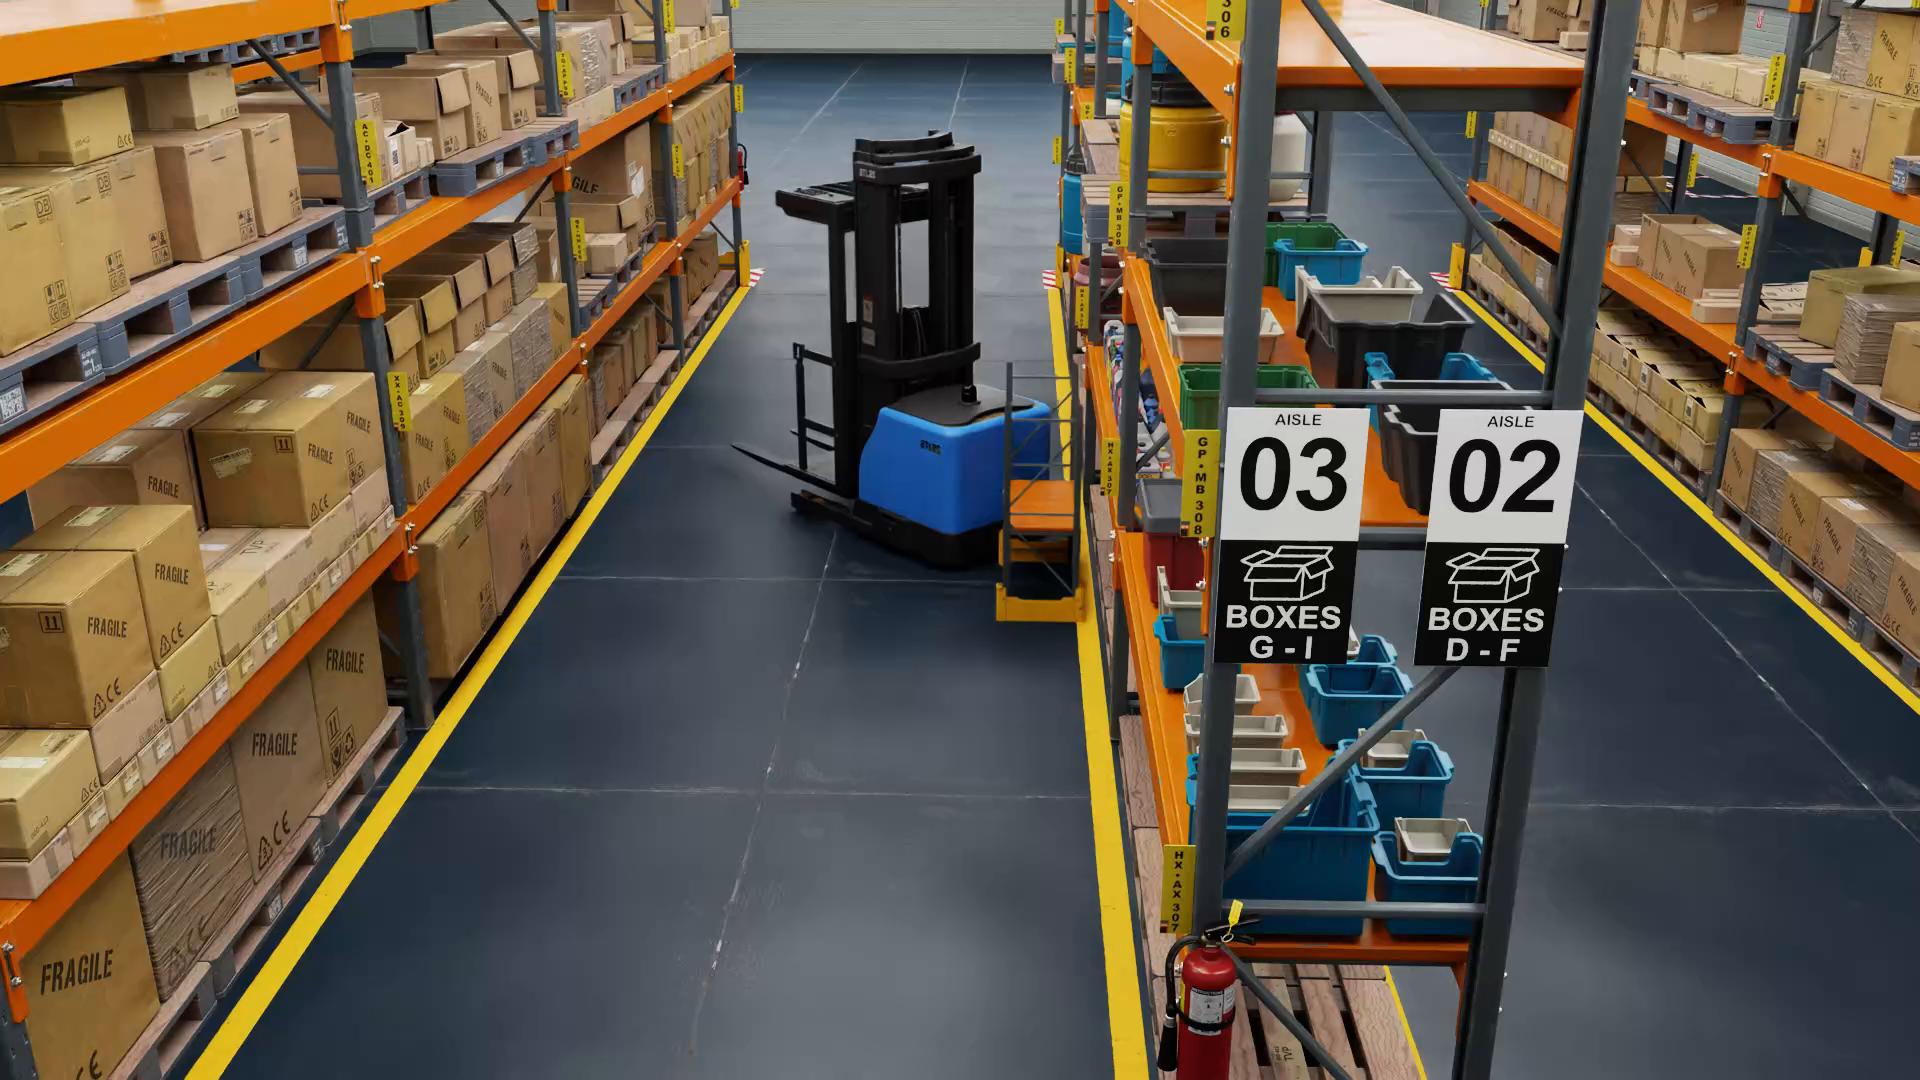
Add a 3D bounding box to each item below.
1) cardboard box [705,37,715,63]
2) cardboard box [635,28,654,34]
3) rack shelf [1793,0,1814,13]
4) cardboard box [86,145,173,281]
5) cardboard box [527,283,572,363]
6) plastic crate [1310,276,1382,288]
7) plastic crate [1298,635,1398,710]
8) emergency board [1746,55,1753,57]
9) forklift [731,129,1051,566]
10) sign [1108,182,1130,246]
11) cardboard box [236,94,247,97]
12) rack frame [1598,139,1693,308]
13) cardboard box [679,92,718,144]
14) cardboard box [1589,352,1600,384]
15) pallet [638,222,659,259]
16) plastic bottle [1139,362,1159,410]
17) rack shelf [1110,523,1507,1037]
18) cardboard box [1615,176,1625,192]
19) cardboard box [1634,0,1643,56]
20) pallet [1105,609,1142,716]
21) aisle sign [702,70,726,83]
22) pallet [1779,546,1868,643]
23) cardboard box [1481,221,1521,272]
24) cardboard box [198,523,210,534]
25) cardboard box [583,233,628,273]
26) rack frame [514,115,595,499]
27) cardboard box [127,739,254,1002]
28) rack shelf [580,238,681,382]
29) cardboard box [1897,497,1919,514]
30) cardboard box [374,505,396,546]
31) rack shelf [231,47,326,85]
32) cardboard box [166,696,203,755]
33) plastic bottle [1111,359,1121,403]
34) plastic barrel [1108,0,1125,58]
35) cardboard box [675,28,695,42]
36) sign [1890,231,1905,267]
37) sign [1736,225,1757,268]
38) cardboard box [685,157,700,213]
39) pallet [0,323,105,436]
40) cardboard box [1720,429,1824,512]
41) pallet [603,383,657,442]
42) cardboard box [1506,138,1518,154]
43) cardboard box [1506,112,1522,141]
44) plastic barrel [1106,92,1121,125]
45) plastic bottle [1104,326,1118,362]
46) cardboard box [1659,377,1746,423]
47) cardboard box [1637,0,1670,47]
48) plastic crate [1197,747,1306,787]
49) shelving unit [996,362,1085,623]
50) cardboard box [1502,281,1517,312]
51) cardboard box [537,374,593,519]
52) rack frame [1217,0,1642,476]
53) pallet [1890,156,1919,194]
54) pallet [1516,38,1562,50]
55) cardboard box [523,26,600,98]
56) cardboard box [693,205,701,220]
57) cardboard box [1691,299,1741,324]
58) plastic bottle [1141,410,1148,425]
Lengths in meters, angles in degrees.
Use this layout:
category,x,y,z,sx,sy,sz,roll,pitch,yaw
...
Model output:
category,x,y,z,sx,sy,sz,roll,pitch,yaw
cardboard box,-3.018,-5.436,18.454,0.500,0.250,0.500,1,21,3
cardboard box,-3.491,-5.413,17.841,0.380,0.149,0.250,0,21,0
rack shelf,6.376,-3.200,9.883,1.077,0.370,4.000,1,21,2
cardboard box,-3.729,-1.334,6.816,0.700,0.500,0.500,2,21,4
cardboard box,-3.232,-1.624,12.428,0.500,0.500,0.500,1,21,3
plastic crate,1.706,-1.069,7.355,0.293,0.136,0.466,1,21,2
plastic crate,1.629,0.569,7.065,0.416,0.233,0.300,1,21,2
emergency board,12.771,-7.287,27.163,0.194,1.169,0.643,1,21,2
forklift,-0.676,-1.634,12.688,1.130,2.935,3.031,-18,27,-38
sign,0.815,-1.667,8.519,0.100,0.325,0.005,1,21,2
cardboard box,-8.303,-4.781,19.003,0.875,0.550,0.550,1,21,2
rack frame,6.559,-3.094,16.356,1.000,3.000,0.127,1,21,2
cardboard box,-3.018,-4.739,18.664,0.500,0.500,0.500,1,21,2
cardboard box,6.282,-1.680,15.933,0.500,0.250,0.500,1,21,3
pallet,-3.512,-2.840,15.967,1.003,0.211,1.213,1,21,2
plastic bottle,1.255,-1.016,11.068,0.144,0.351,0.185,1,21,2
rack shelf,1.304,0.801,7.312,1.077,0.370,4.000,1,21,2
cardboard box,6.353,-3.544,16.480,0.380,0.149,0.250,1,21,2
cardboard box,6.838,-4.979,16.156,0.500,0.500,0.500,2,21,6
pallet,1.430,0.764,10.268,1.003,0.211,1.213,1,21,2
aisle sign,-2.919,-5.882,19.947,0.394,0.787,0.004,1,21,2
pallet,6.337,0.362,11.305,1.003,0.211,1.213,1,21,2
cardboard box,6.428,-3.432,19.410,0.500,0.500,0.500,1,21,2
cardboard box,-3.882,-0.034,8.266,0.500,0.250,0.500,1,21,1
cardboard box,-3.184,-2.487,14.420,0.500,0.250,0.500,0,21,0
rack frame,-3.465,-1.758,12.913,1.000,3.000,0.127,1,21,2
cardboard box,-3.741,1.368,7.214,0.875,0.875,0.875,1,21,2
rack shelf,-3.404,-2.146,14.907,1.077,0.370,4.000,1,21,2
cardboard box,6.617,0.030,11.152,0.500,0.500,0.500,0,21,0
cardboard box,-3.268,-0.081,8.938,0.380,0.149,0.250,1,21,2
rack shelf,-8.237,-5.082,18.327,1.077,0.370,4.000,1,21,2
cardboard box,-3.338,0.755,6.783,0.380,0.149,0.250,0,21,1
plastic bottle,1.069,-1.079,11.324,0.061,0.283,0.133,1,21,2
plastic barrel,1.745,-5.336,16.715,0.600,0.901,0.708,1,21,2
cardboard box,-3.049,-5.398,17.804,0.380,0.149,0.250,1,21,3
sign,6.980,-2.148,12.427,0.100,0.325,0.005,1,21,2
sign,5.882,-2.192,12.432,0.100,0.325,0.005,1,21,2
cardboard box,-3.217,-3.732,17.451,0.875,0.500,0.500,1,21,2
pallet,-3.696,-0.491,5.624,1.003,0.211,1.213,1,21,2
cardboard box,6.138,-0.526,12.585,0.500,0.500,0.500,2,21,4
pallet,-3.399,-1.181,15.280,1.003,0.211,1.213,1,21,2
cardboard box,6.429,-4.473,18.875,0.380,0.149,0.250,0,21,1
cardboard box,6.641,-4.814,18.857,0.700,0.500,0.500,0,21,0
plastic barrel,1.291,-3.500,13.447,0.301,0.262,0.301,0,21,0
plastic bottle,1.119,-1.449,12.295,0.097,0.271,0.097,0,21,0
cardboard box,6.216,-1.203,13.928,0.500,0.311,0.500,0,21,1
cardboard box,6.501,-4.745,15.056,0.500,0.500,0.500,1,21,2
plastic crate,1.110,0.882,6.390,0.396,0.136,0.243,1,21,2
shelving unit,0.555,-0.343,11.339,0.587,1.500,1.083,1,21,2
cardboard box,6.394,-2.720,18.614,0.500,0.250,0.500,1,21,2
cardboard box,-3.506,-0.714,12.579,1.225,0.875,0.875,0,21,-1
rack frame,1.243,-1.608,4.233,1.000,3.000,0.127,1,21,2
pallet,6.434,-2.122,9.965,1.213,0.211,1.003,1,21,2
pallet,6.599,-5.200,17.759,1.003,0.211,1.213,1,21,2
cardboard box,-3.174,-3.787,13.165,0.500,0.500,0.500,1,21,2
cardboard box,-2.988,-3.523,17.809,0.380,0.149,0.250,1,21,2
cardboard box,6.188,-1.859,13.520,0.380,0.149,0.250,1,21,2
plastic bottle,1.080,-0.660,10.255,0.152,0.276,0.135,1,21,2
